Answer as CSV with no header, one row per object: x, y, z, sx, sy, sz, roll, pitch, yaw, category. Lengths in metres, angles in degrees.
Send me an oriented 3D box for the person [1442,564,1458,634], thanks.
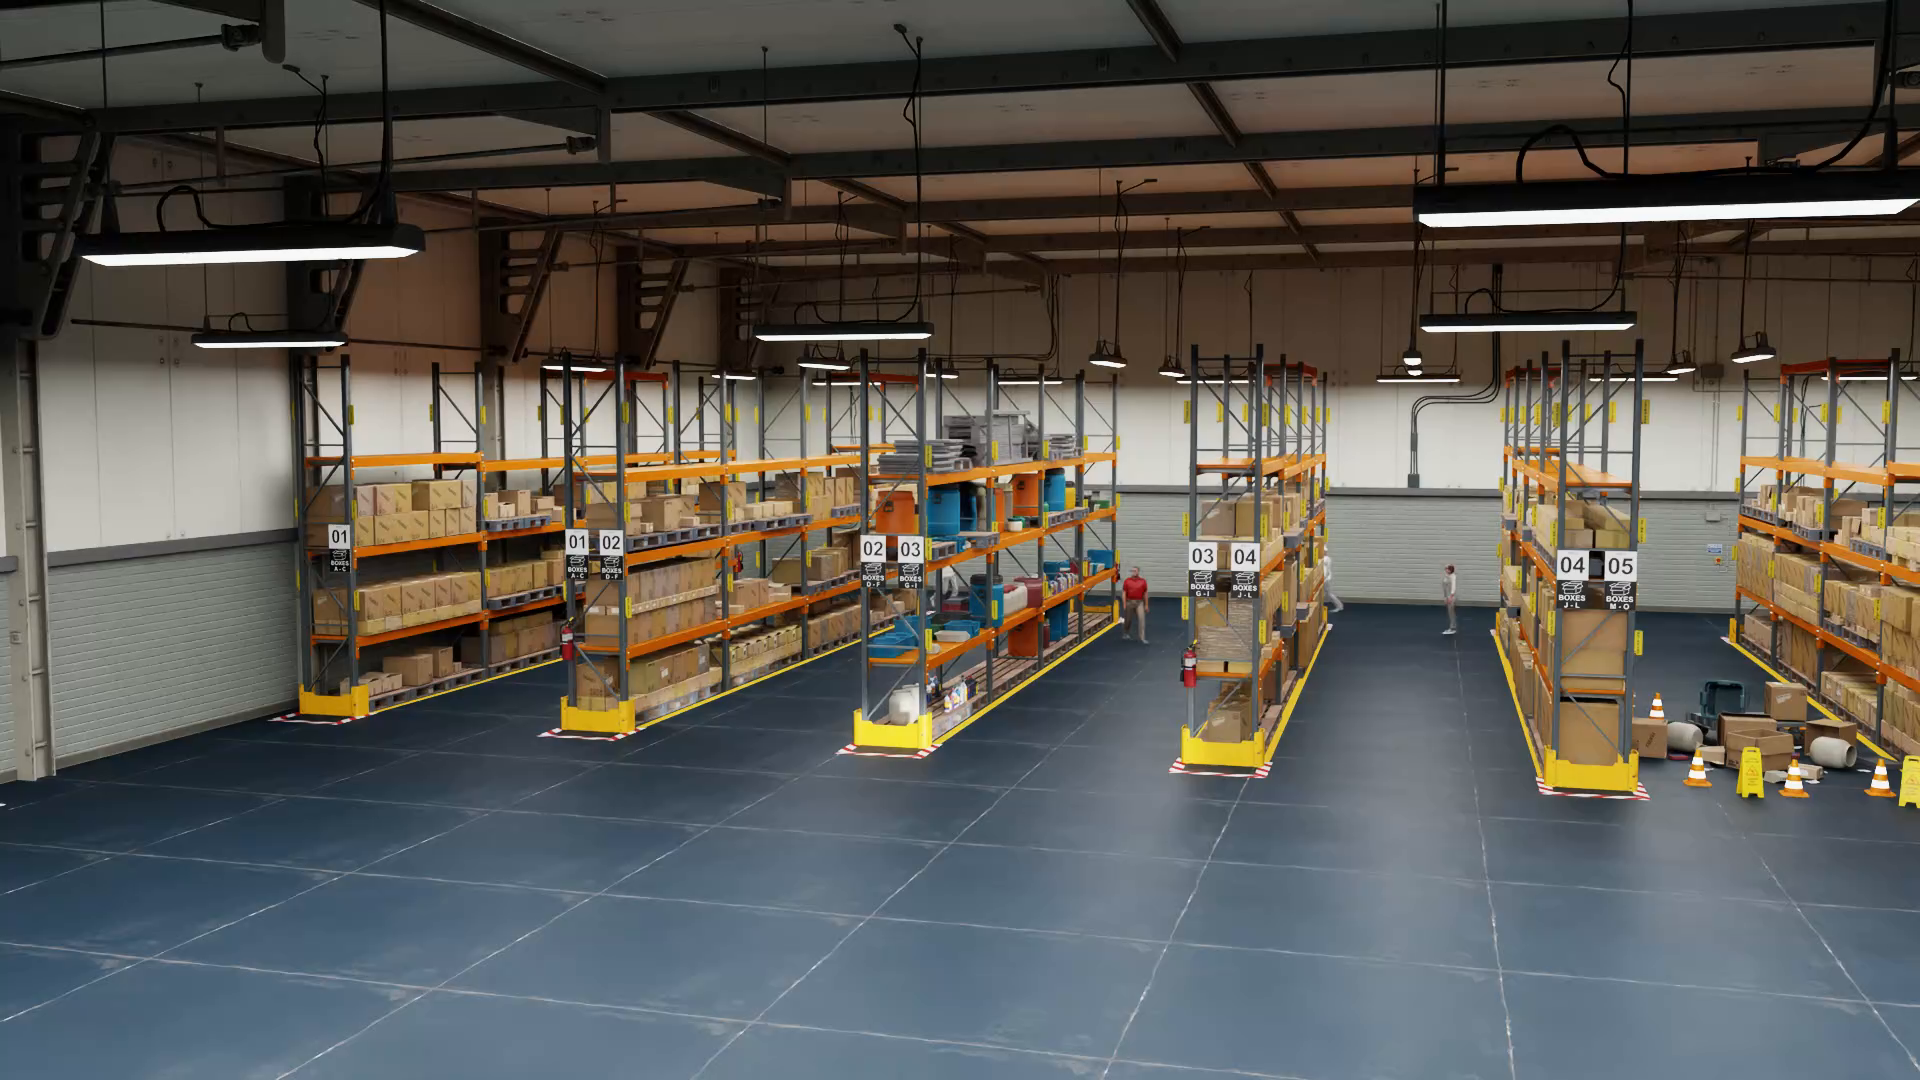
11.204,1.344,38.038,0.330,1.606,0.436,0,4,1,person

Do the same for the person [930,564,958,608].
-0.366,0.926,42.526,0.847,1.753,0.624,3,5,37,person

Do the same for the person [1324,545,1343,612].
9.144,0.993,41.968,1.027,1.741,0.598,0,4,0,person

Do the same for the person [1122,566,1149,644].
3.868,1.421,36.641,0.606,1.677,1.017,0,4,-6,person
